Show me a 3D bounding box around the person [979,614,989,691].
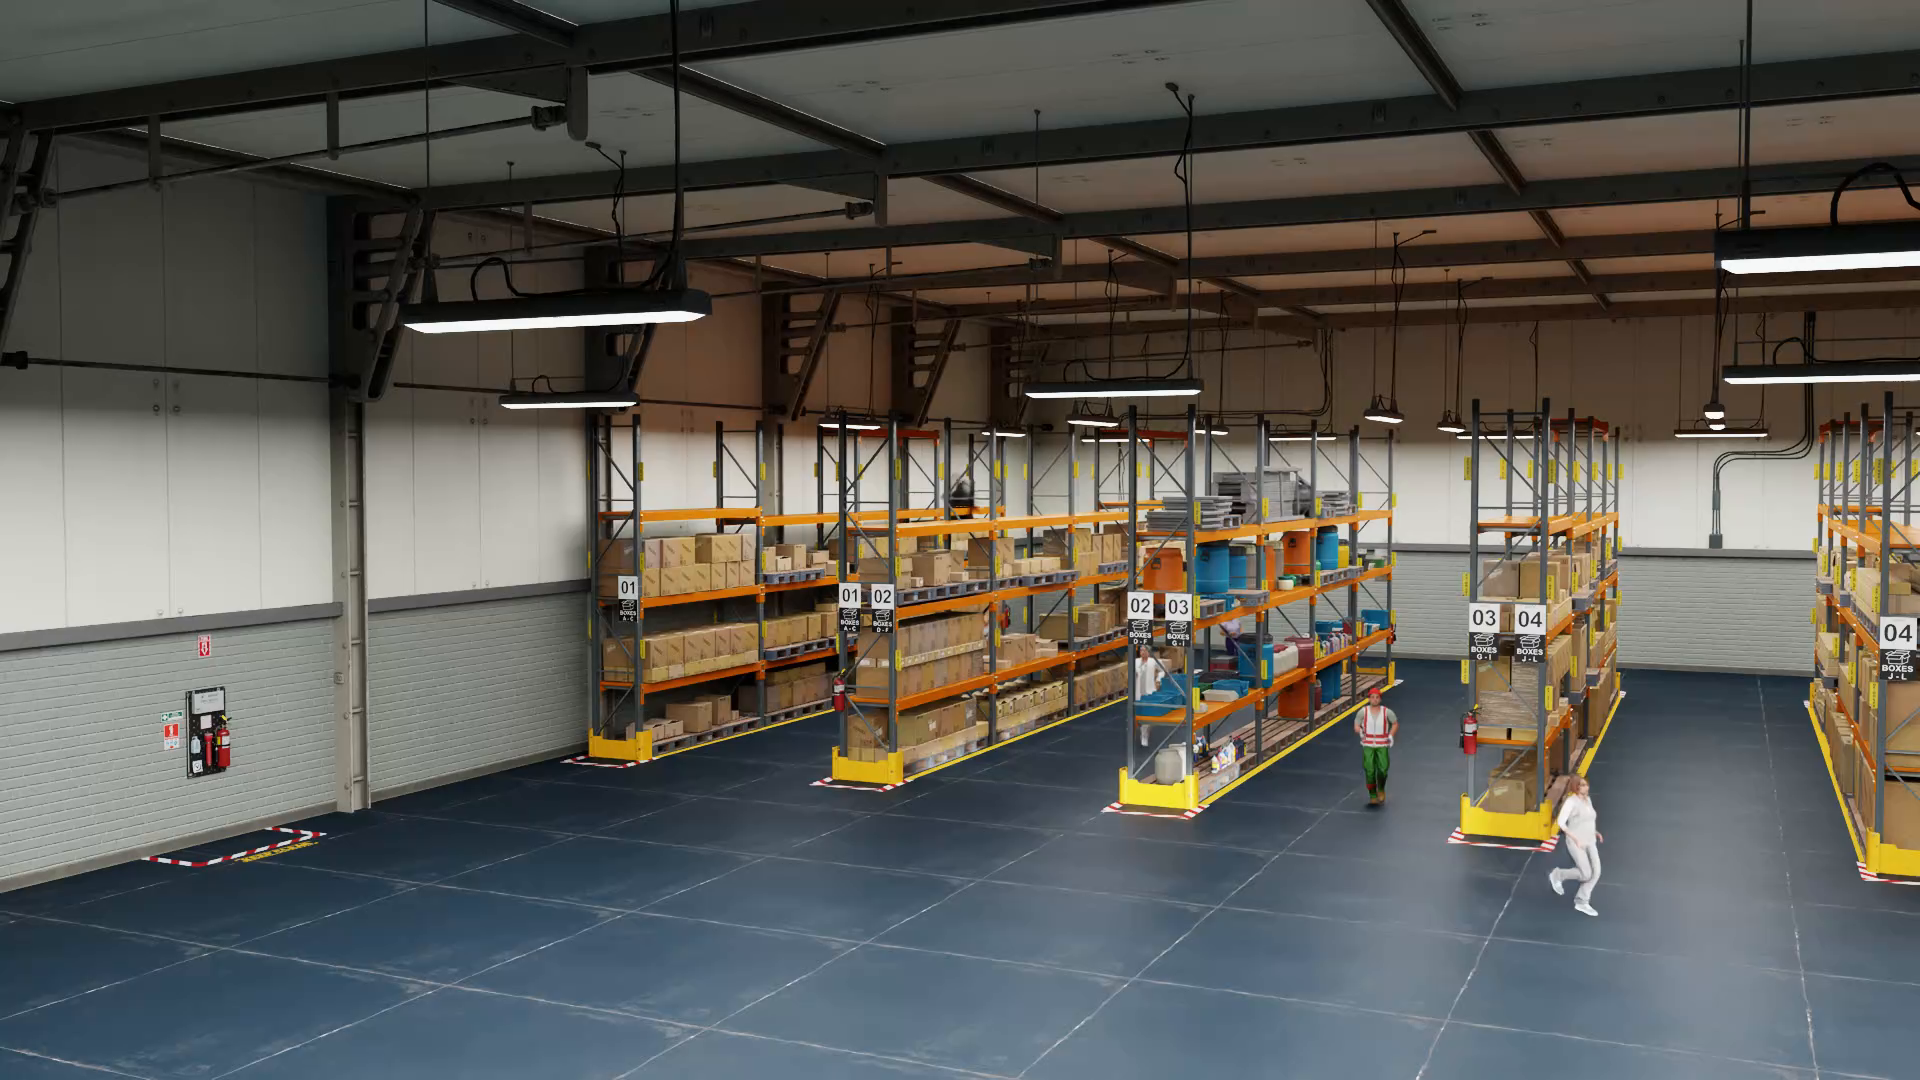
[{"bbox_3d":[0.566,2.517,37.510,0.527,1.713,0.815,0,2,11],"label":"person"}]

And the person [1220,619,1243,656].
[{"bbox_3d":[6.630,2.519,40.534,0.616,1.624,0.906,0,2,-4],"label":"person"}]

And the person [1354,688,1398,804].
[{"bbox_3d":[6.207,3.092,24.836,0.643,1.741,0.581,1,2,16],"label":"person"}]

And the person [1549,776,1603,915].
[{"bbox_3d":[7.037,3.456,18.972,0.550,1.553,0.579,-1,3,-33],"label":"person"}]

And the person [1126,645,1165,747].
[{"bbox_3d":[3.392,2.833,30.589,0.690,1.819,0.910,1,2,19],"label":"person"}]
